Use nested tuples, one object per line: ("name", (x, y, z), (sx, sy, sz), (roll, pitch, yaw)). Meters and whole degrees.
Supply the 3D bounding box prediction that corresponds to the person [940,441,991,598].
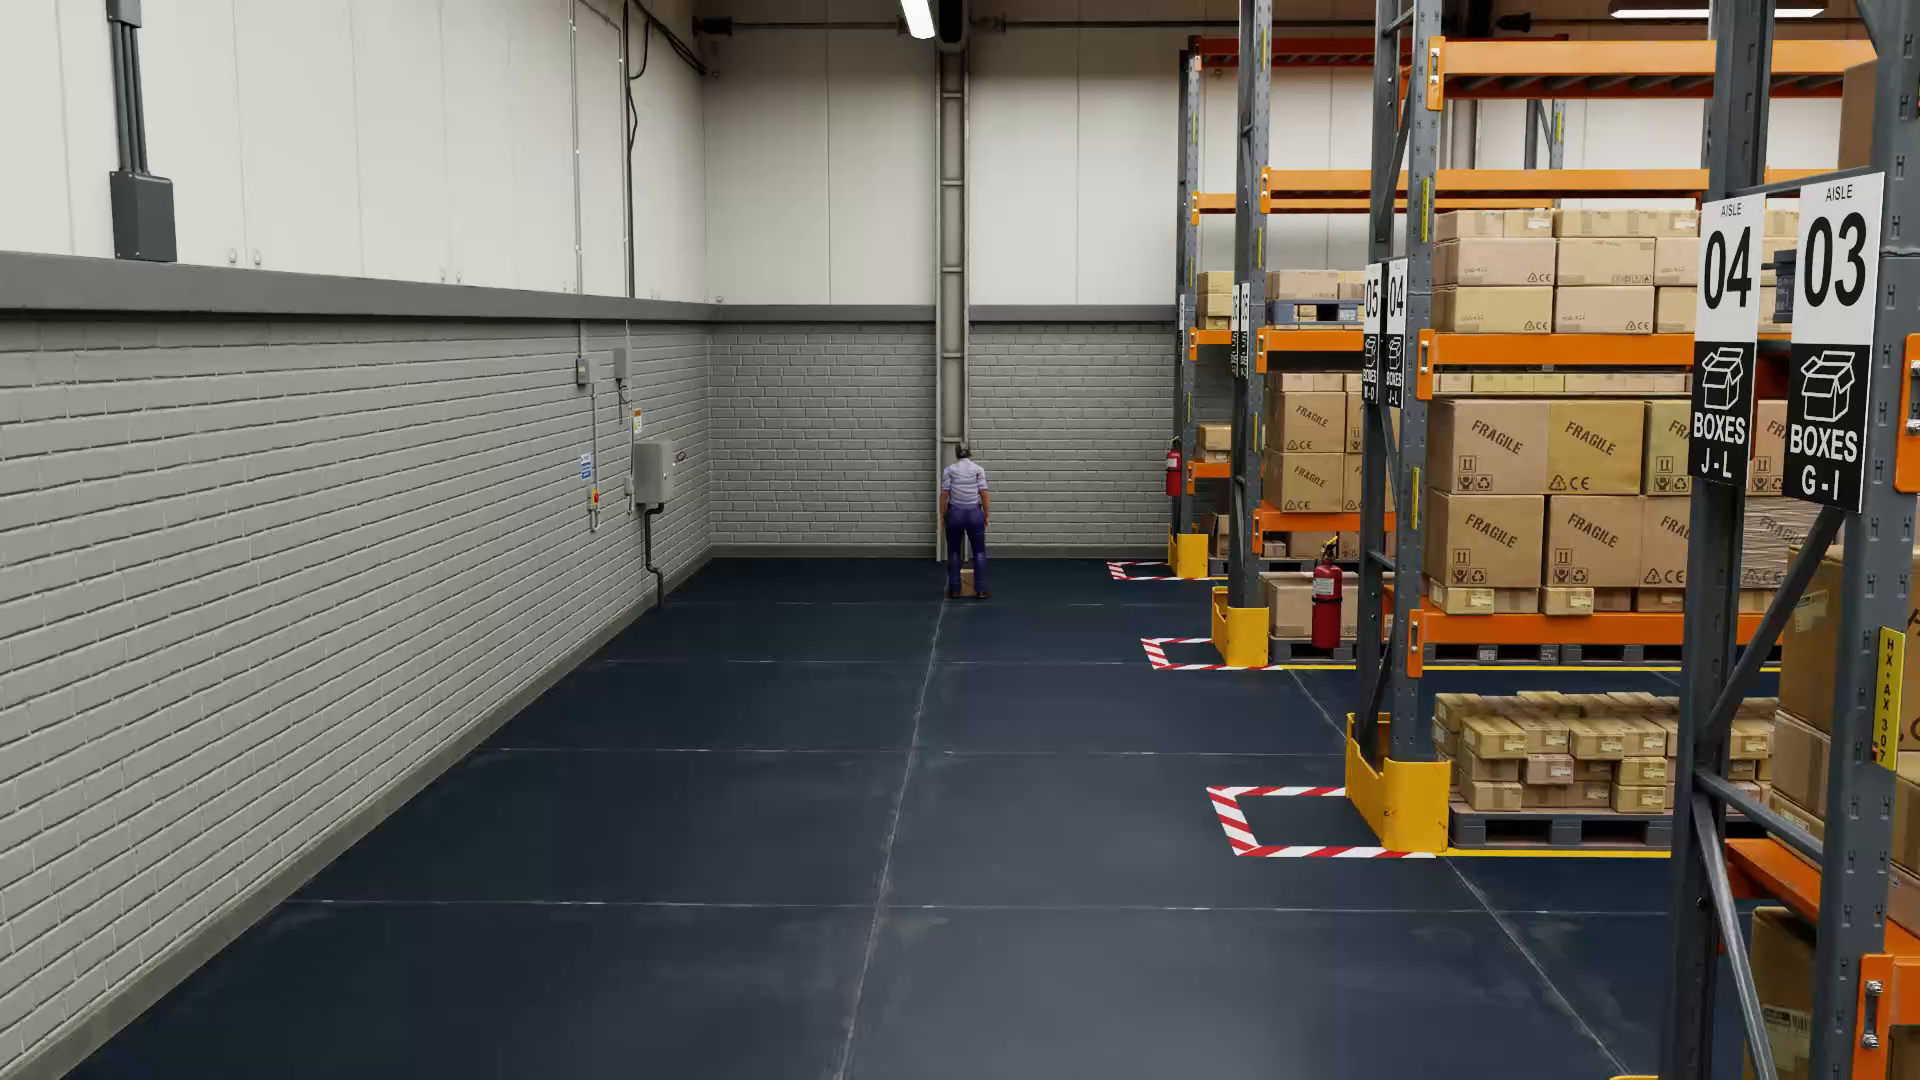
("person", (0.062, -0.213, 17.462), (0.531, 1.652, 0.413), (0, 7, 1))
